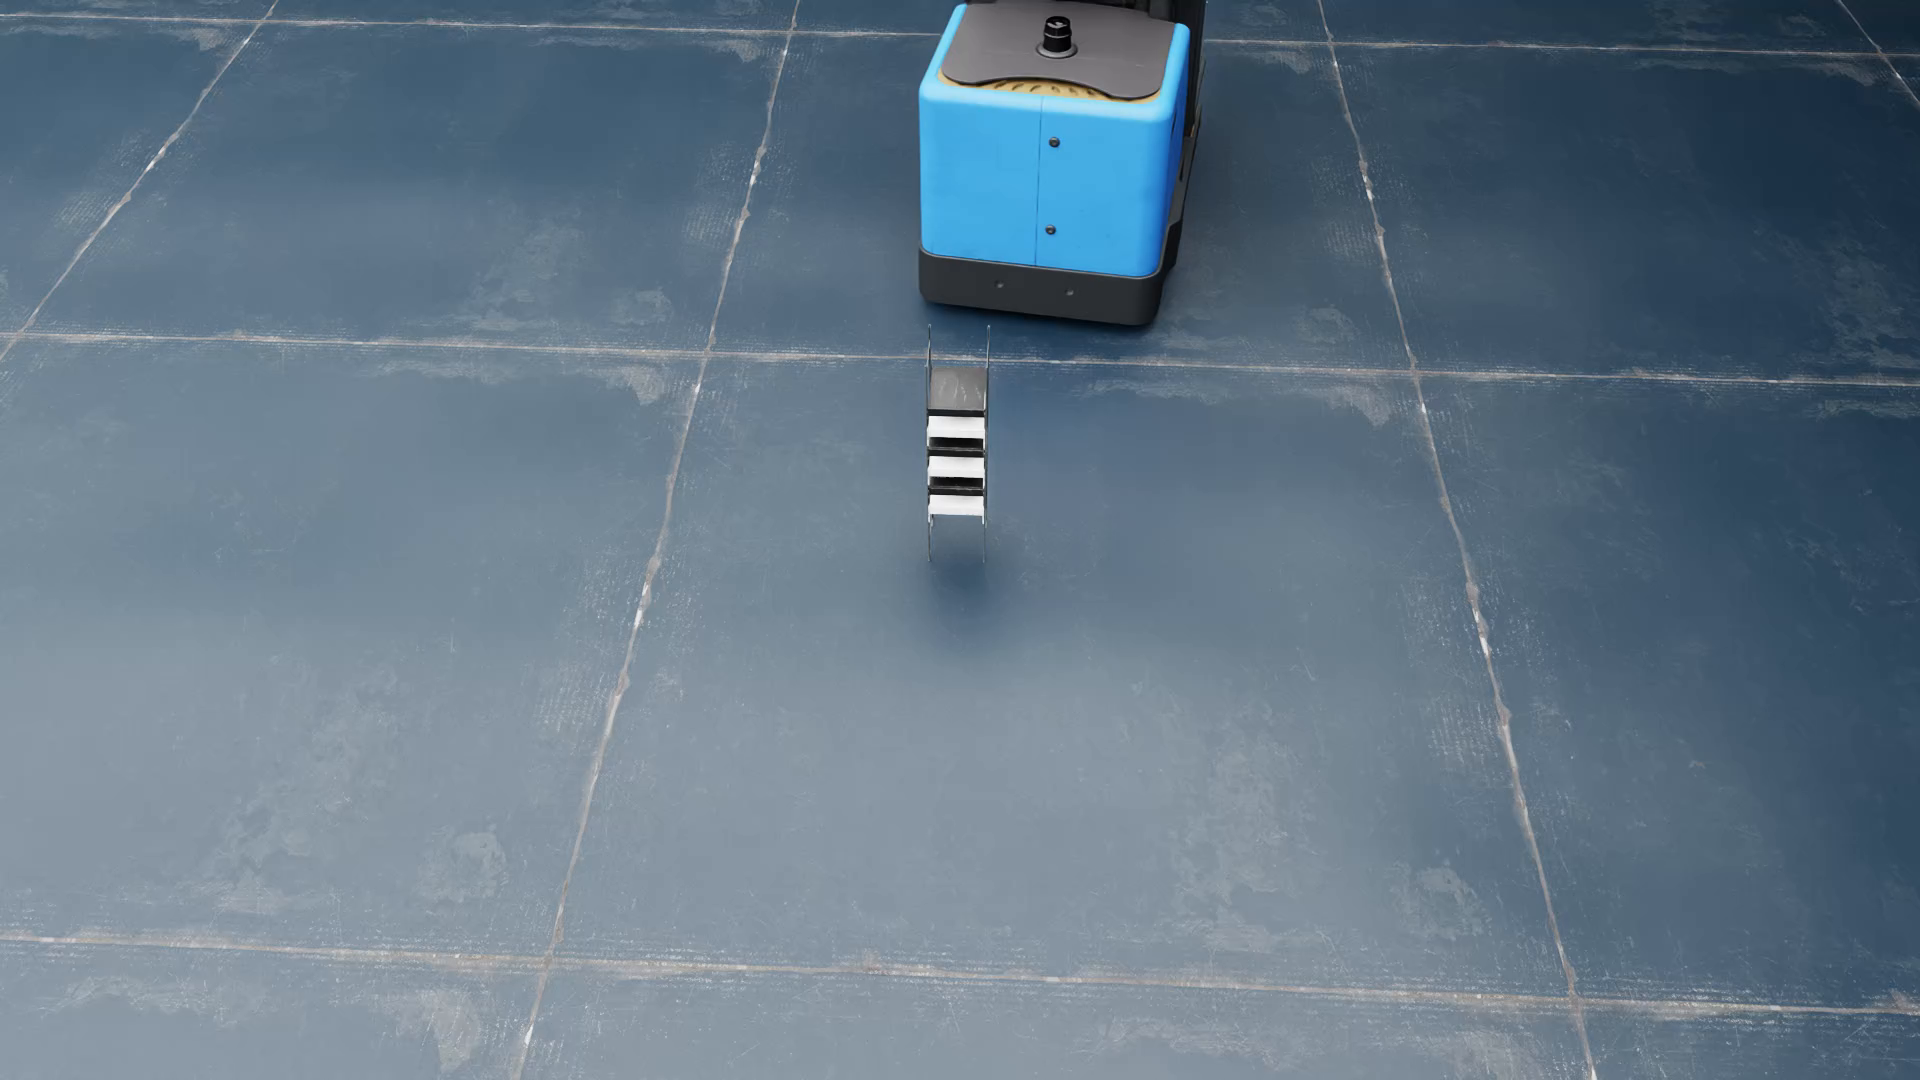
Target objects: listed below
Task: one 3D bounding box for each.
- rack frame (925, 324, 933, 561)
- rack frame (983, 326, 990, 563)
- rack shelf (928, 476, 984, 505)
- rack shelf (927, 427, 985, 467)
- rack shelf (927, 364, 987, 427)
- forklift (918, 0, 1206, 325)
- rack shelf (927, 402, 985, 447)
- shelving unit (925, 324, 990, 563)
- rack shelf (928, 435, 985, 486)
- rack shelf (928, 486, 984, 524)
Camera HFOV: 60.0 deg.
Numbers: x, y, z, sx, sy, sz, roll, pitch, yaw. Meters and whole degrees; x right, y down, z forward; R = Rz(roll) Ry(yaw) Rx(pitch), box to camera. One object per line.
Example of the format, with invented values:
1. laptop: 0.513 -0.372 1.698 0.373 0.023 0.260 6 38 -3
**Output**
1. rack frame: -0.110 -0.333 5.947 0.006 0.900 0.240 2 43 2
2. rack frame: 0.093 -0.326 5.940 0.006 0.900 0.240 2 43 2
3. rack shelf: -0.008 -0.239 6.028 0.200 0.077 0.258 2 43 2
4. rack shelf: -0.008 -0.371 5.905 0.200 0.077 0.258 2 43 2
5. rack shelf: -0.008 -0.503 5.782 0.200 0.077 0.258 2 43 2
6. forklift: 0.613 -3.008 7.329 1.130 2.935 3.031 8 44 8
7. rack shelf: -0.008 -0.437 5.844 0.200 0.077 0.258 2 43 2
8. shelving unit: -0.008 -0.330 5.944 0.210 0.900 0.258 2 43 2
9. rack shelf: -0.008 -0.305 5.966 0.200 0.077 0.258 2 43 2
10. rack shelf: -0.008 -0.173 6.089 0.200 0.077 0.258 2 43 2
